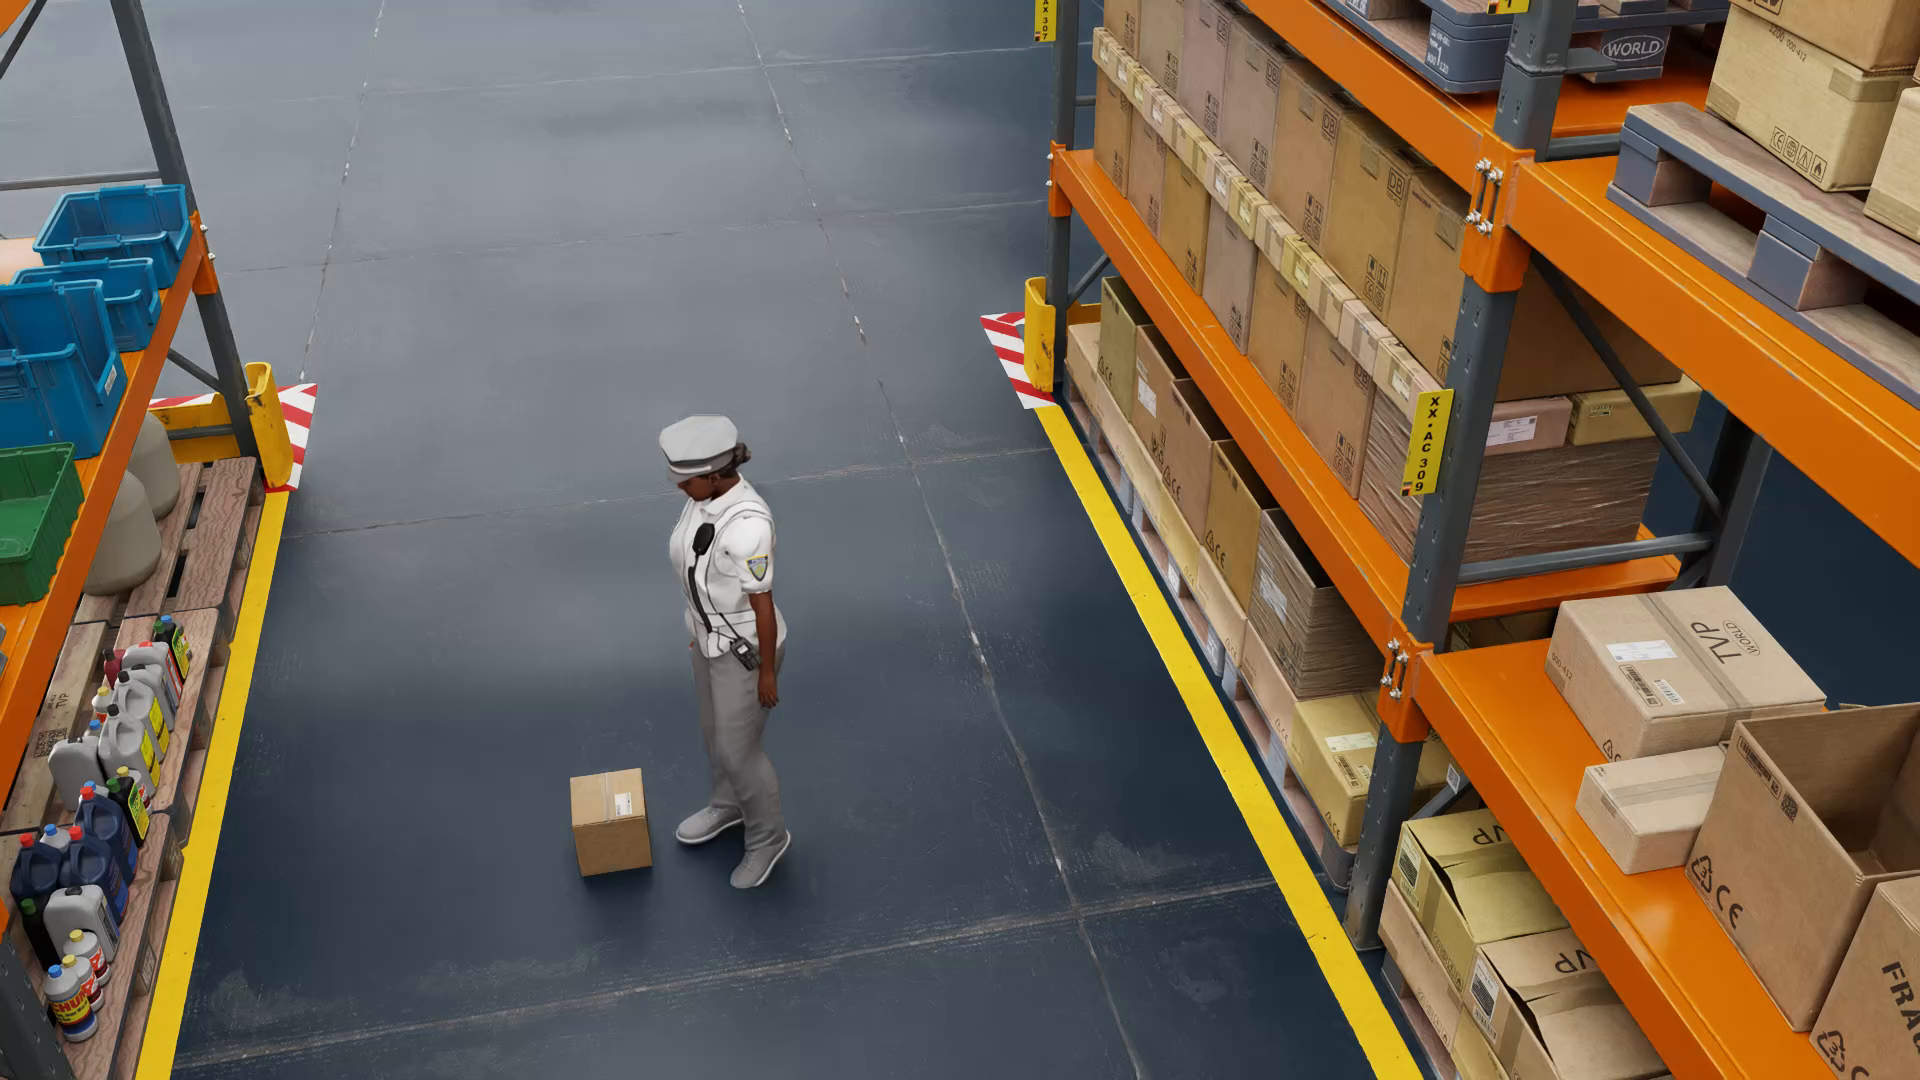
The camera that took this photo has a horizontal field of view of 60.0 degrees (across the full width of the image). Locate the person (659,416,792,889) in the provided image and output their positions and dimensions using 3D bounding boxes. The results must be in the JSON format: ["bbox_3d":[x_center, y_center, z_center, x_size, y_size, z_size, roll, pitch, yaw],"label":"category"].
[{"bbox_3d":[-0.800,0.405,5.584,0.441,1.730,0.527,-15,37,-21],"label":"person"}]
